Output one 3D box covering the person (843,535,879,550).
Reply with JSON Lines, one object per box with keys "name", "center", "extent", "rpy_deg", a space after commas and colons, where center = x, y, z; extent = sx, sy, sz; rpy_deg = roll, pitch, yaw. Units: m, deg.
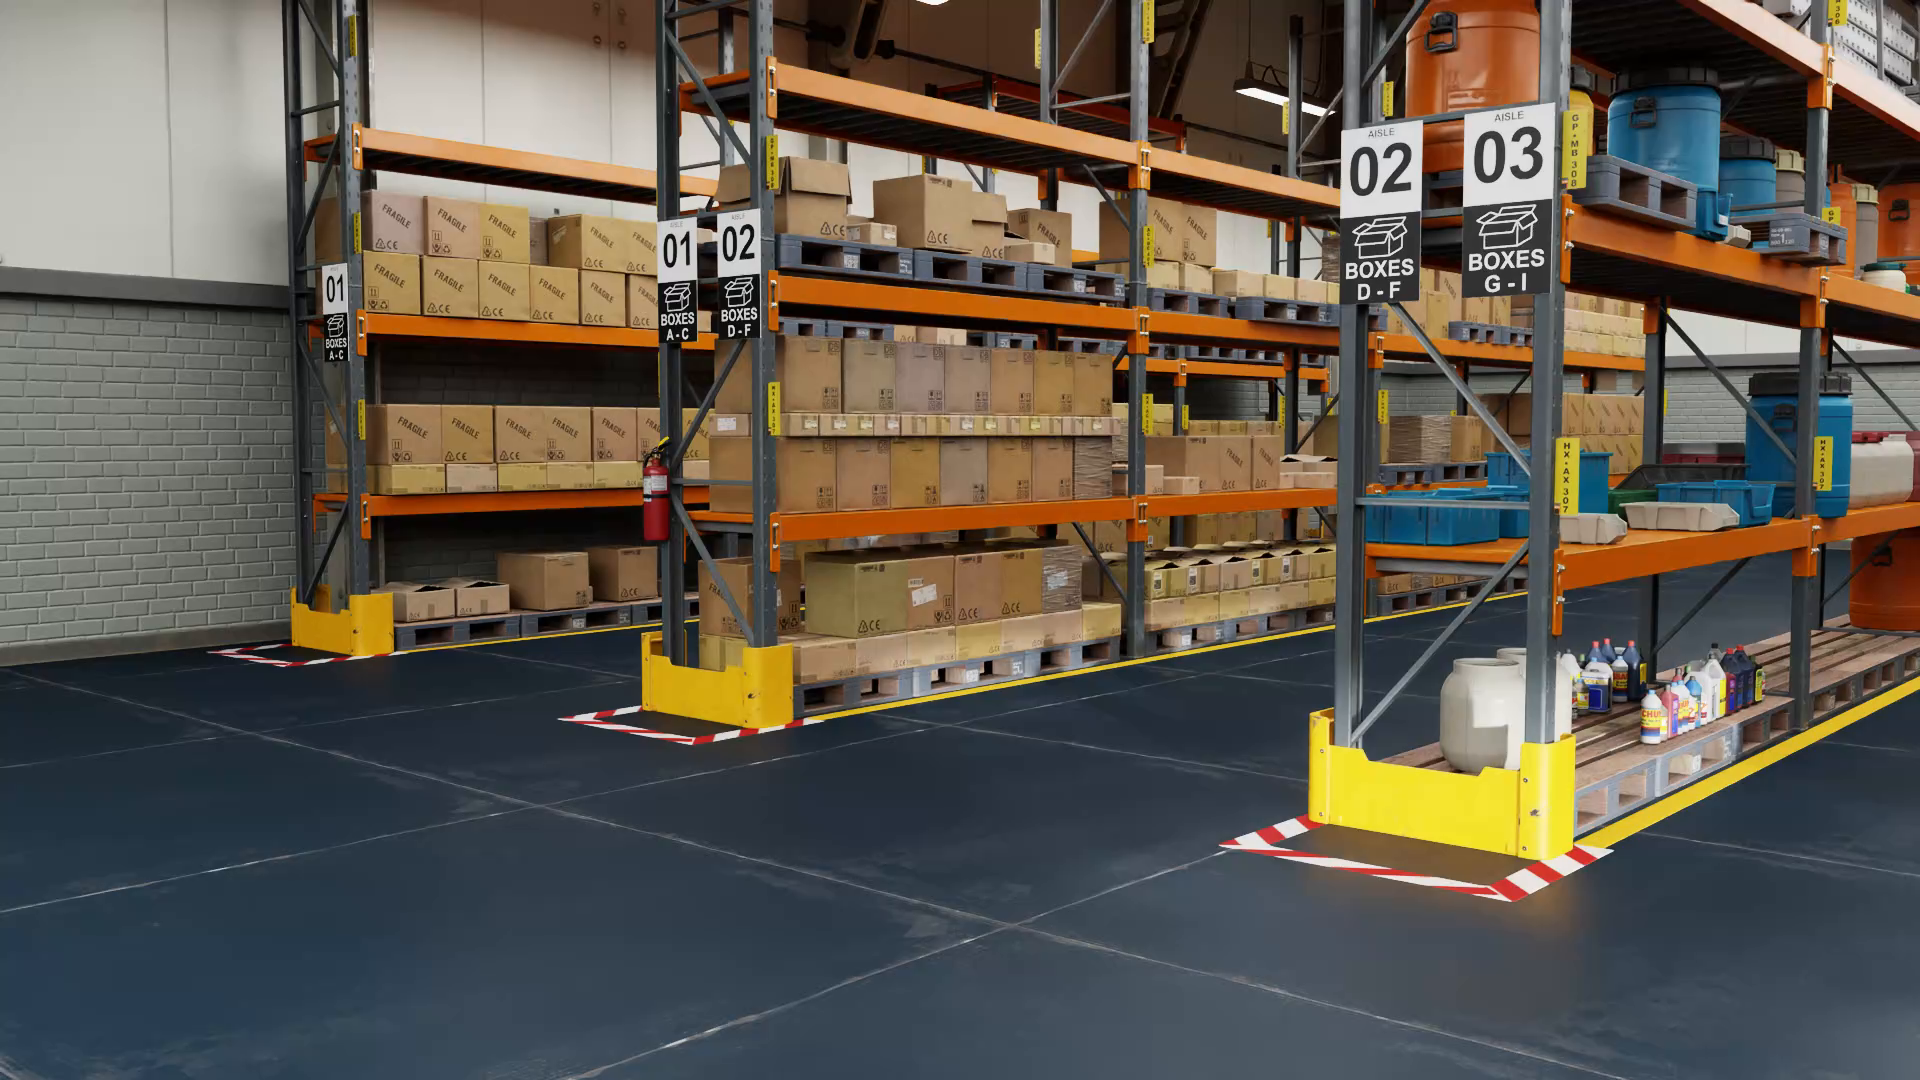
{"name": "person", "center": [-0.947, -0.103, 16.734], "extent": [0.509, 1.668, 0.497], "rpy_deg": [-3, 5, -36]}
